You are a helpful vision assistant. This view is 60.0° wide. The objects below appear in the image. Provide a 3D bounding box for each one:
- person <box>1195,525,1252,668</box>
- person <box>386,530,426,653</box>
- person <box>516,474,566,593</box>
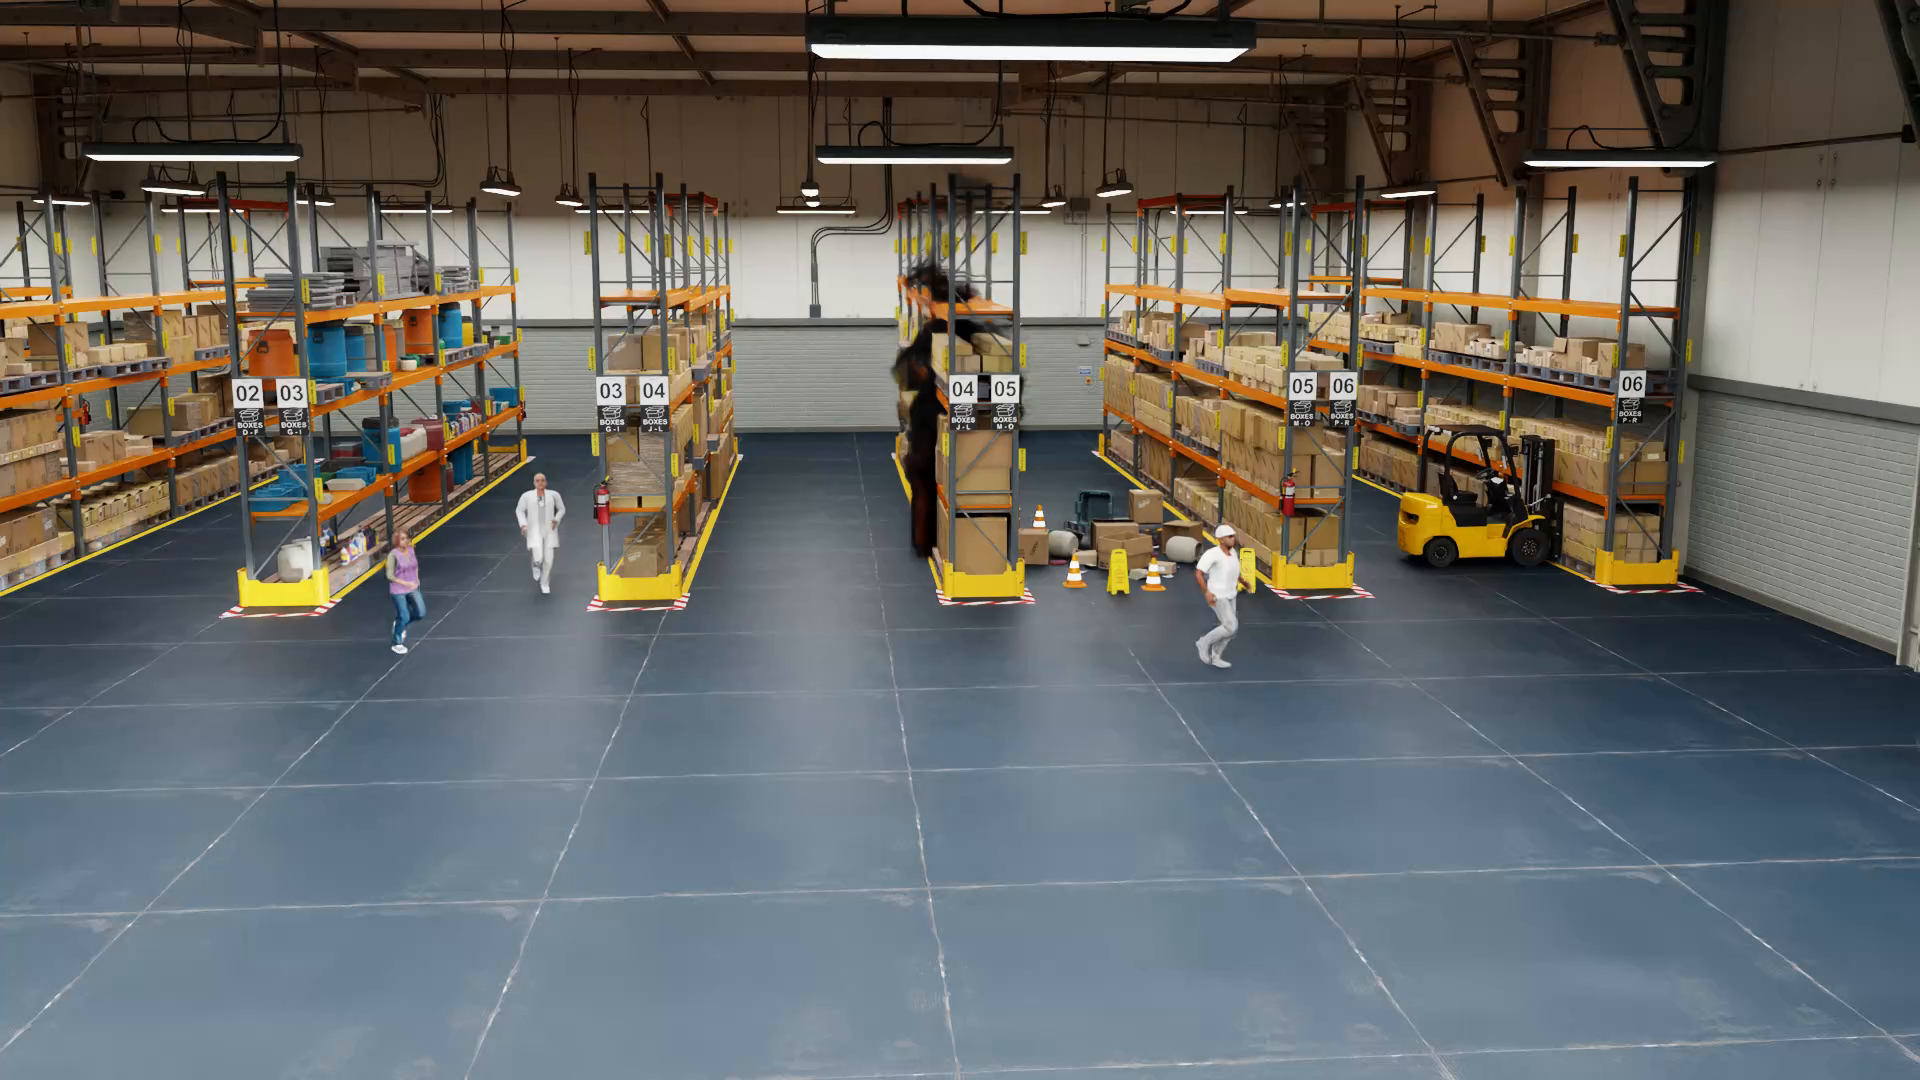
[{"bbox_3d":[3.162,0.674,19.915,0.575,1.728,0.712,8,13,37],"label":"person"},{"bbox_3d":[-6.856,0.639,20.632,0.599,1.554,0.569,6,12,32],"label":"person"},{"bbox_3d":[-6.137,-0.094,24.420,0.709,1.697,0.640,-3,10,-17],"label":"person"}]
